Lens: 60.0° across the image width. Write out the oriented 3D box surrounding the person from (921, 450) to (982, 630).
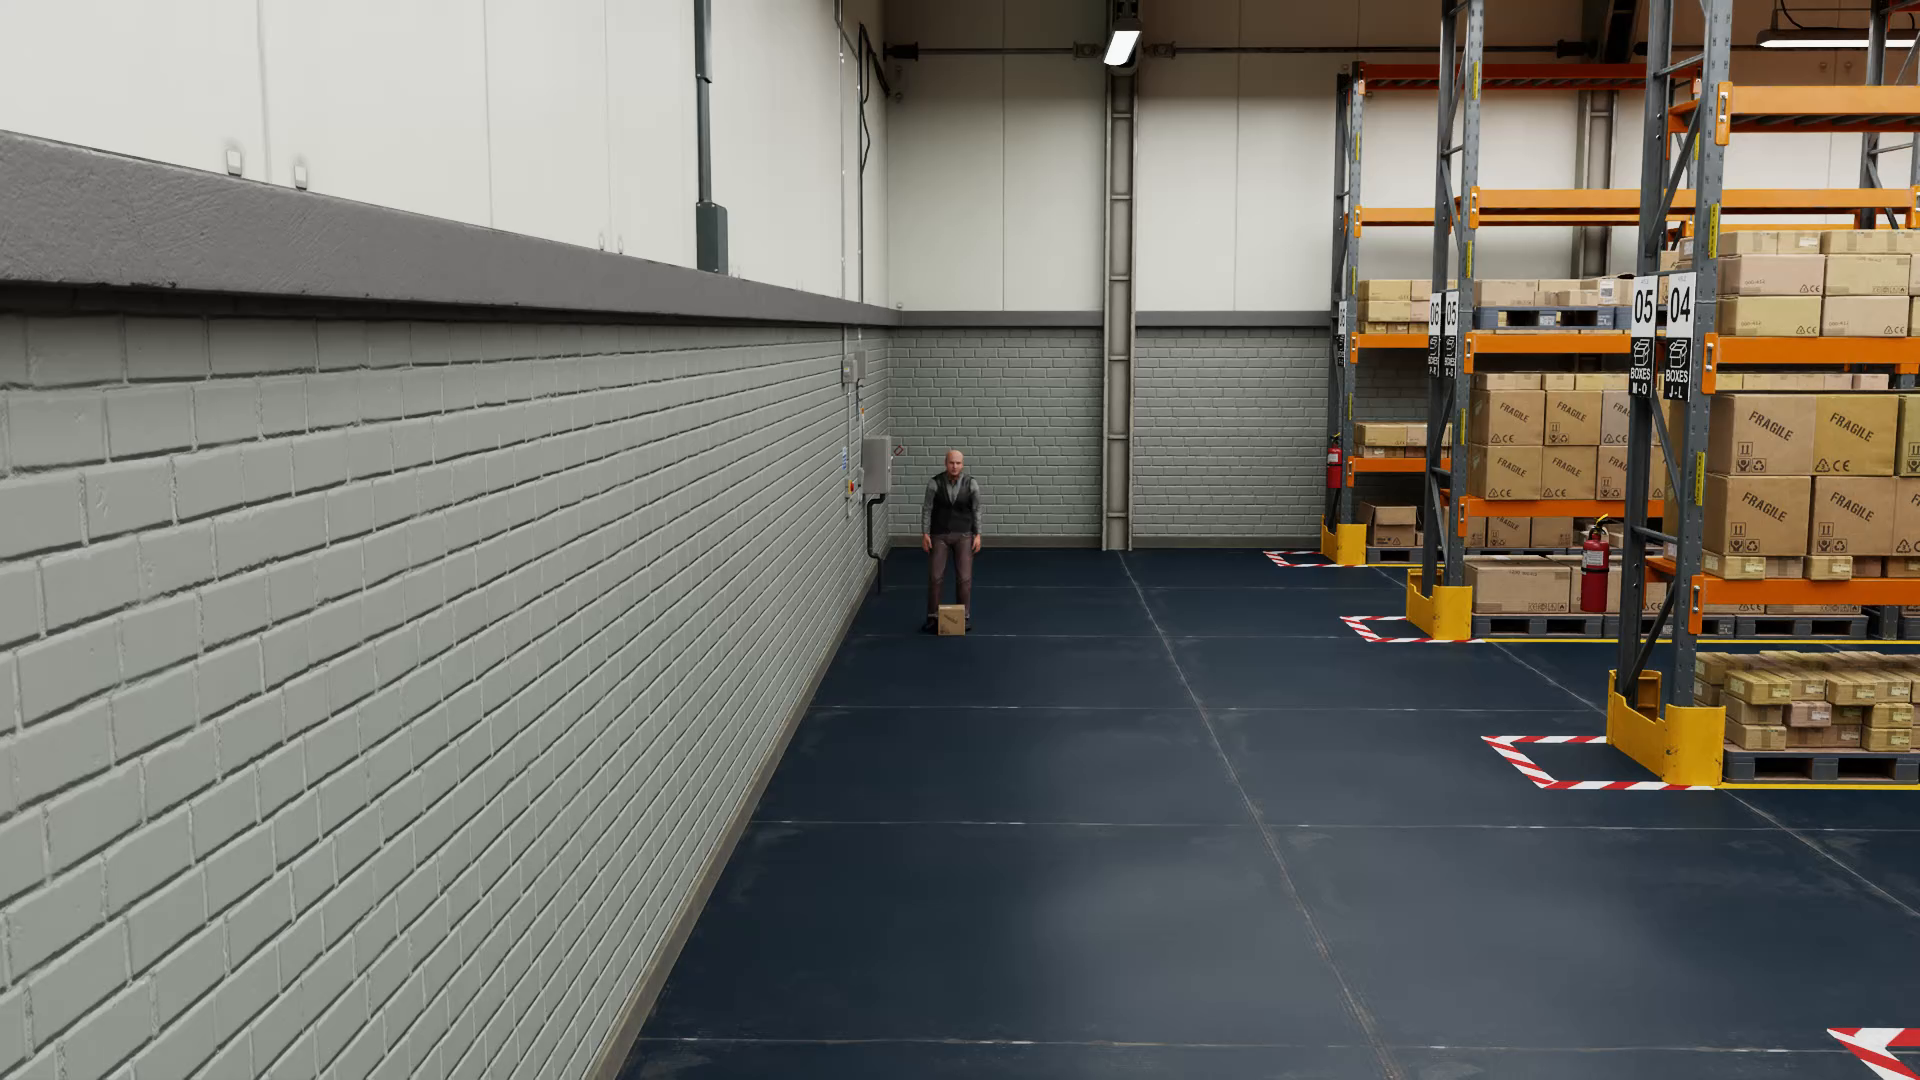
[{"bbox_3d":[-0.080,-0.008,15.930,0.586,1.720,0.423,0,7,-2],"label":"person"}]
